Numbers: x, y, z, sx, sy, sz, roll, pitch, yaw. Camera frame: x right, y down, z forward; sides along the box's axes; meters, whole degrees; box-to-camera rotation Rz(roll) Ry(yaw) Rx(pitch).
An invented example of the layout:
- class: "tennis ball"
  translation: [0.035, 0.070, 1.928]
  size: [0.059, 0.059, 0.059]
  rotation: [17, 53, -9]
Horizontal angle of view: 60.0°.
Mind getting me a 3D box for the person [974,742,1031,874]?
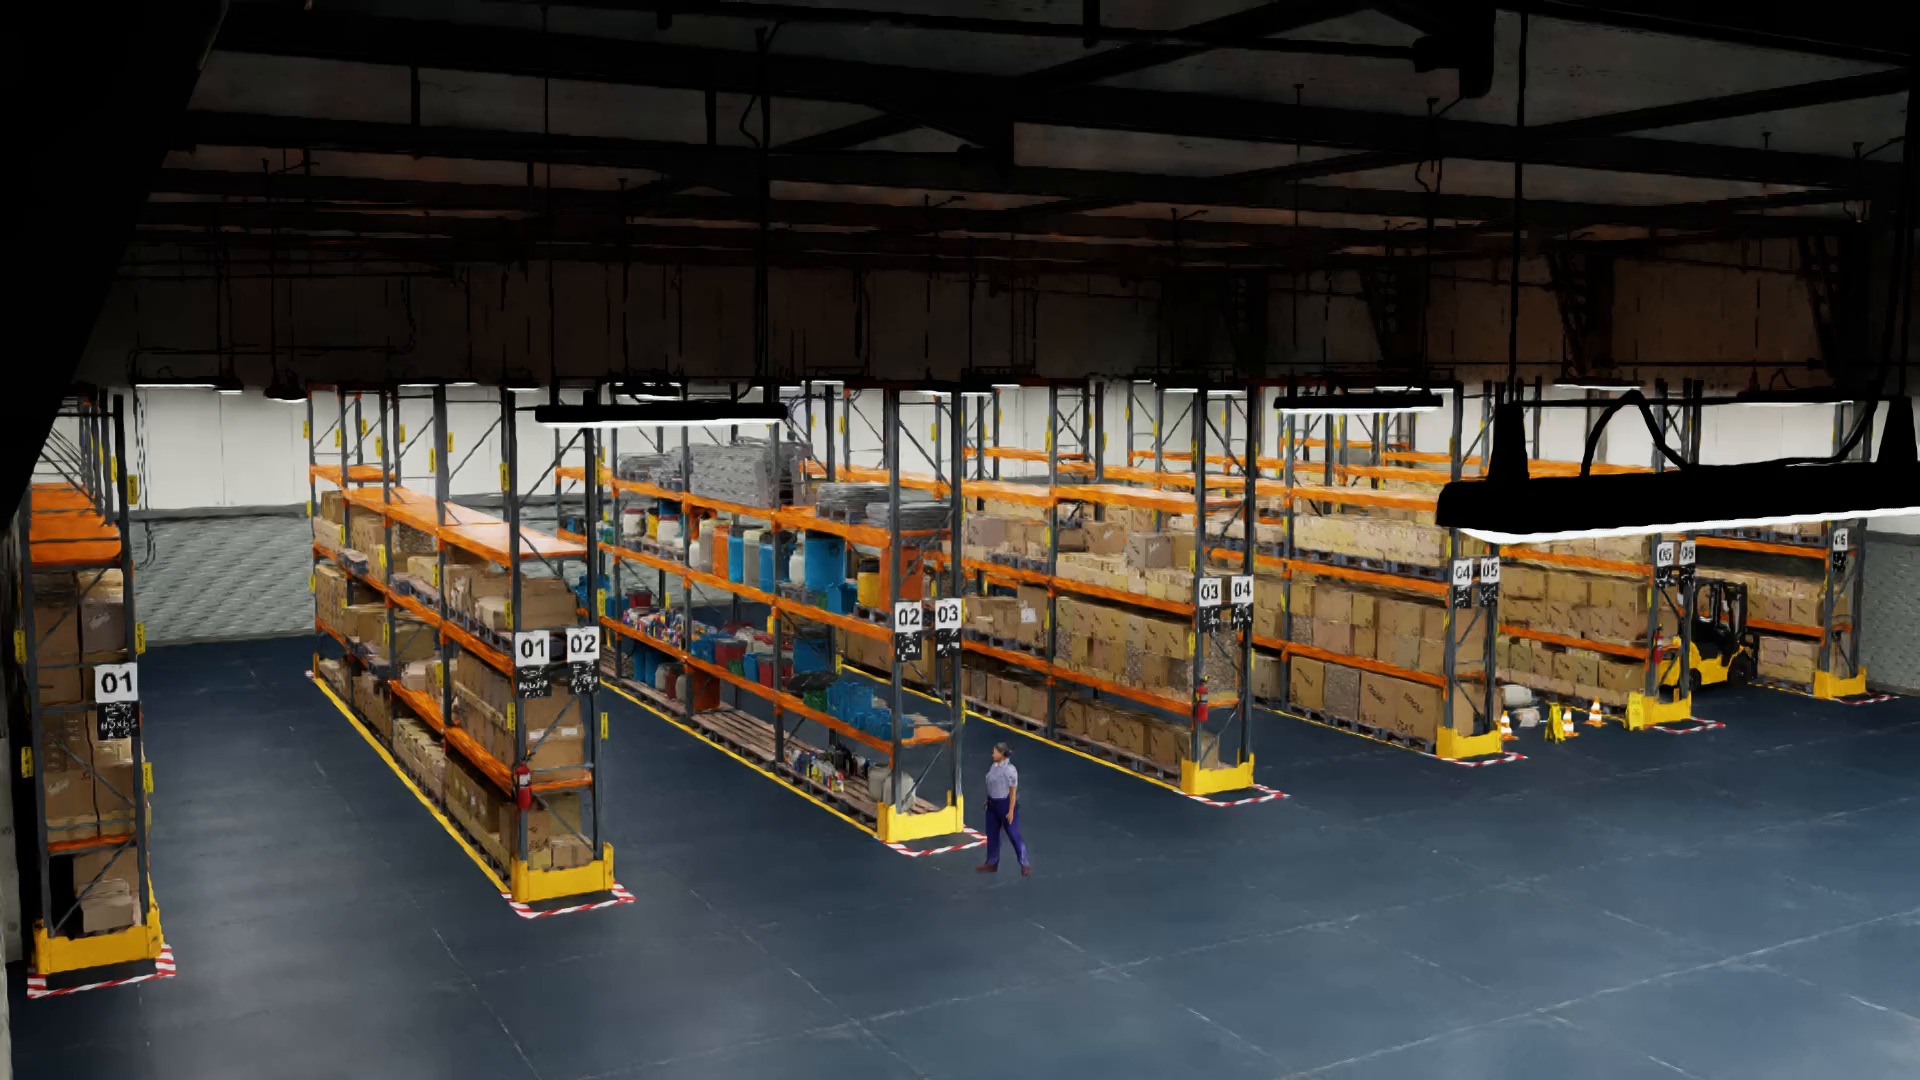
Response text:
- class: "person"
  translation: [0.515, 3.323, 20.715]
  size: [0.596, 1.624, 0.709]
  rotation: [-4, 7, -33]
